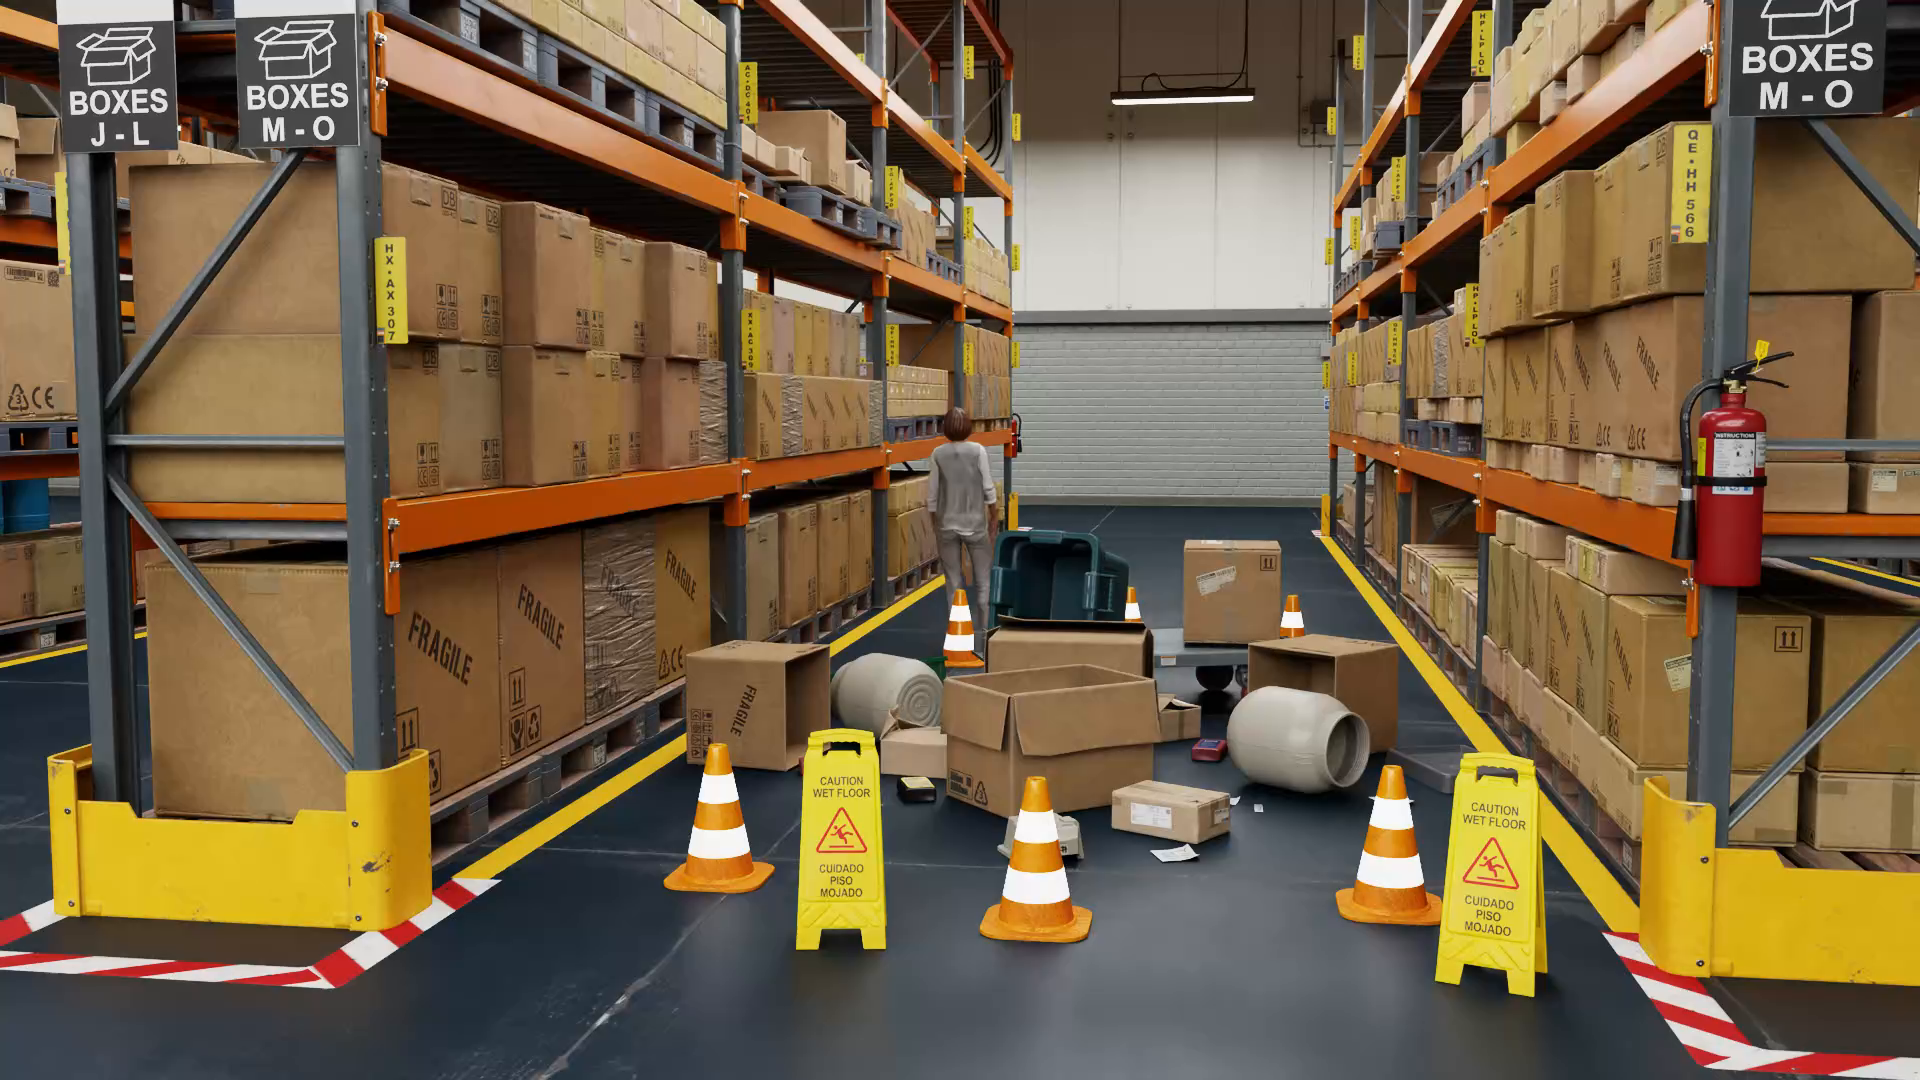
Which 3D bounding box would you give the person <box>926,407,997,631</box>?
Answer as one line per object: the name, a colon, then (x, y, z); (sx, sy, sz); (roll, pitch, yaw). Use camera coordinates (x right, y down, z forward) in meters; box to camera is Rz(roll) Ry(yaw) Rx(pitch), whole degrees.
person: (0.034, -0.071, 10.892); (0.504, 1.597, 0.473); (1, 5, 8)
